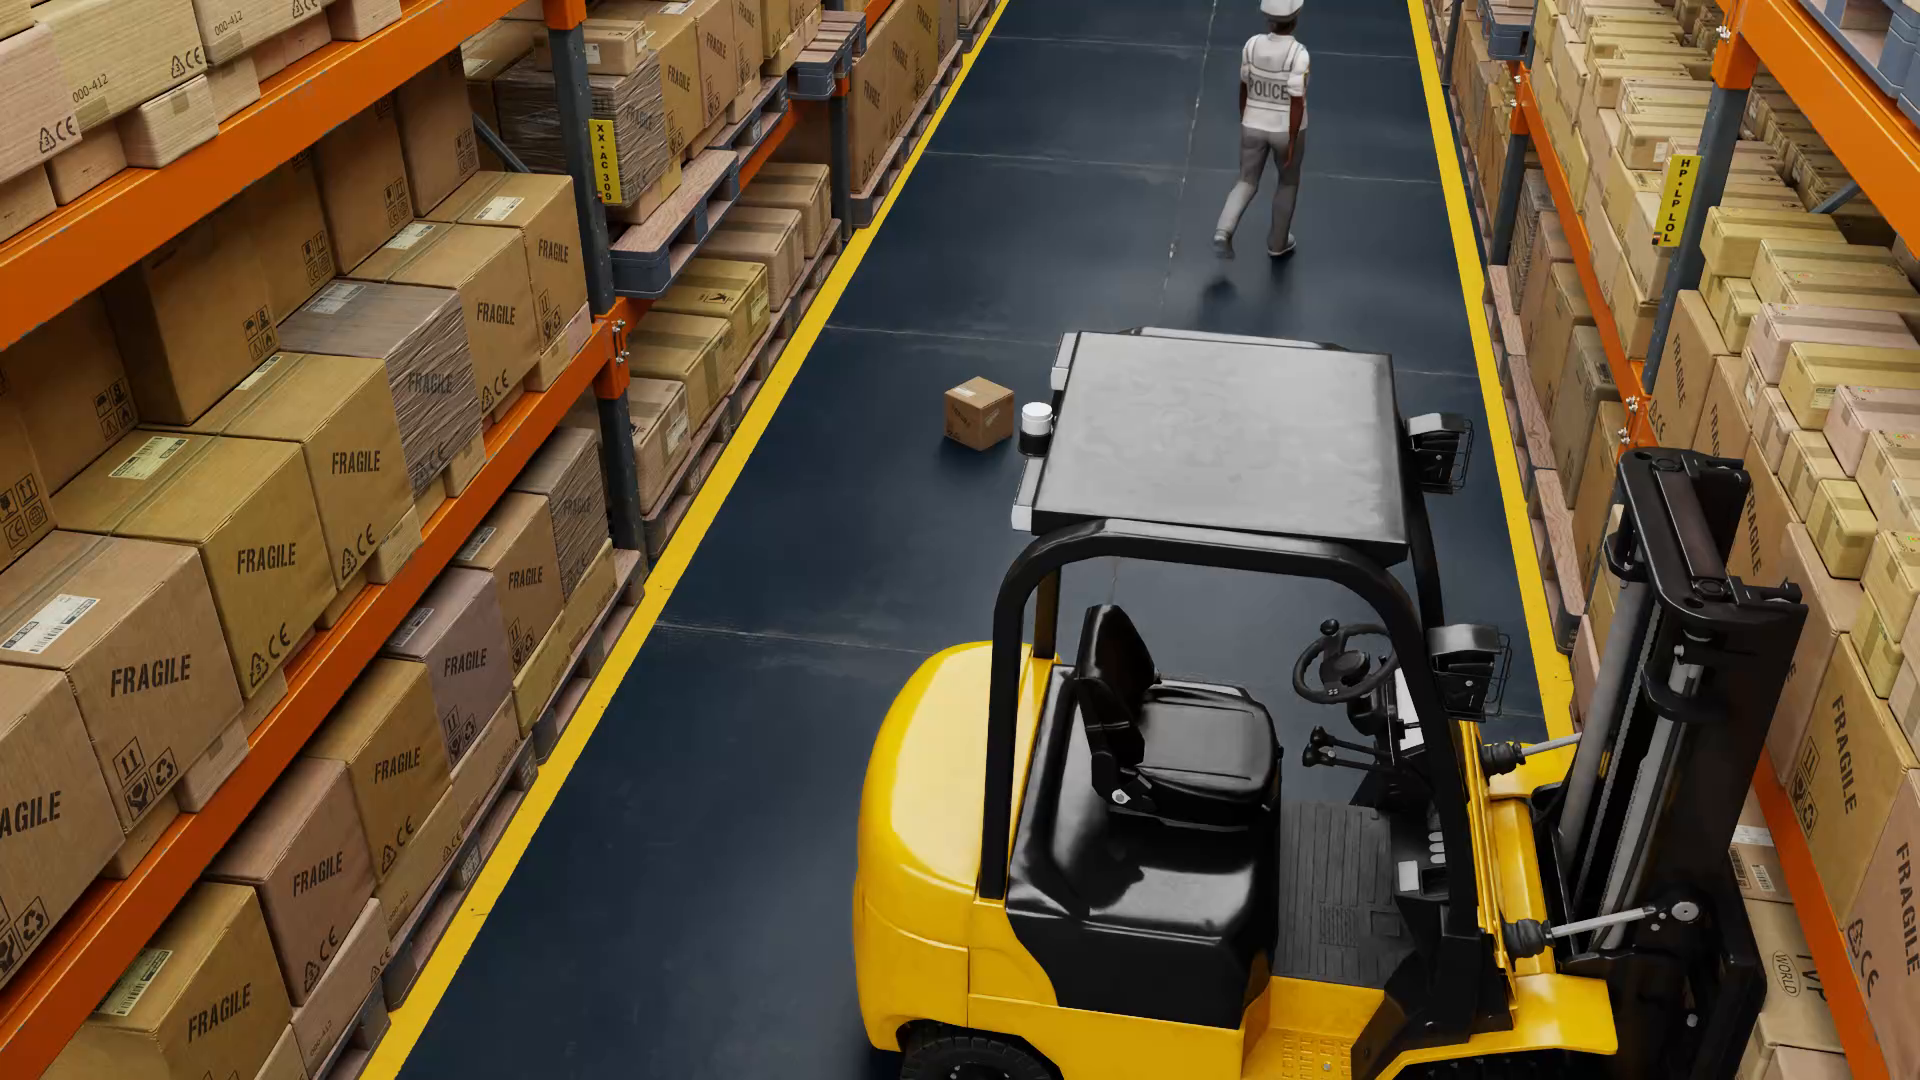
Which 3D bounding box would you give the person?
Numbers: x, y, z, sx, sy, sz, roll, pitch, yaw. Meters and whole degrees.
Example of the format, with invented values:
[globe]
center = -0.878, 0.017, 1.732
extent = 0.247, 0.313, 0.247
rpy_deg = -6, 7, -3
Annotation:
[person]
center = 1.837, -2.446, 9.919
extent = 0.443, 1.664, 0.795
rpy_deg = 18, 37, 26
